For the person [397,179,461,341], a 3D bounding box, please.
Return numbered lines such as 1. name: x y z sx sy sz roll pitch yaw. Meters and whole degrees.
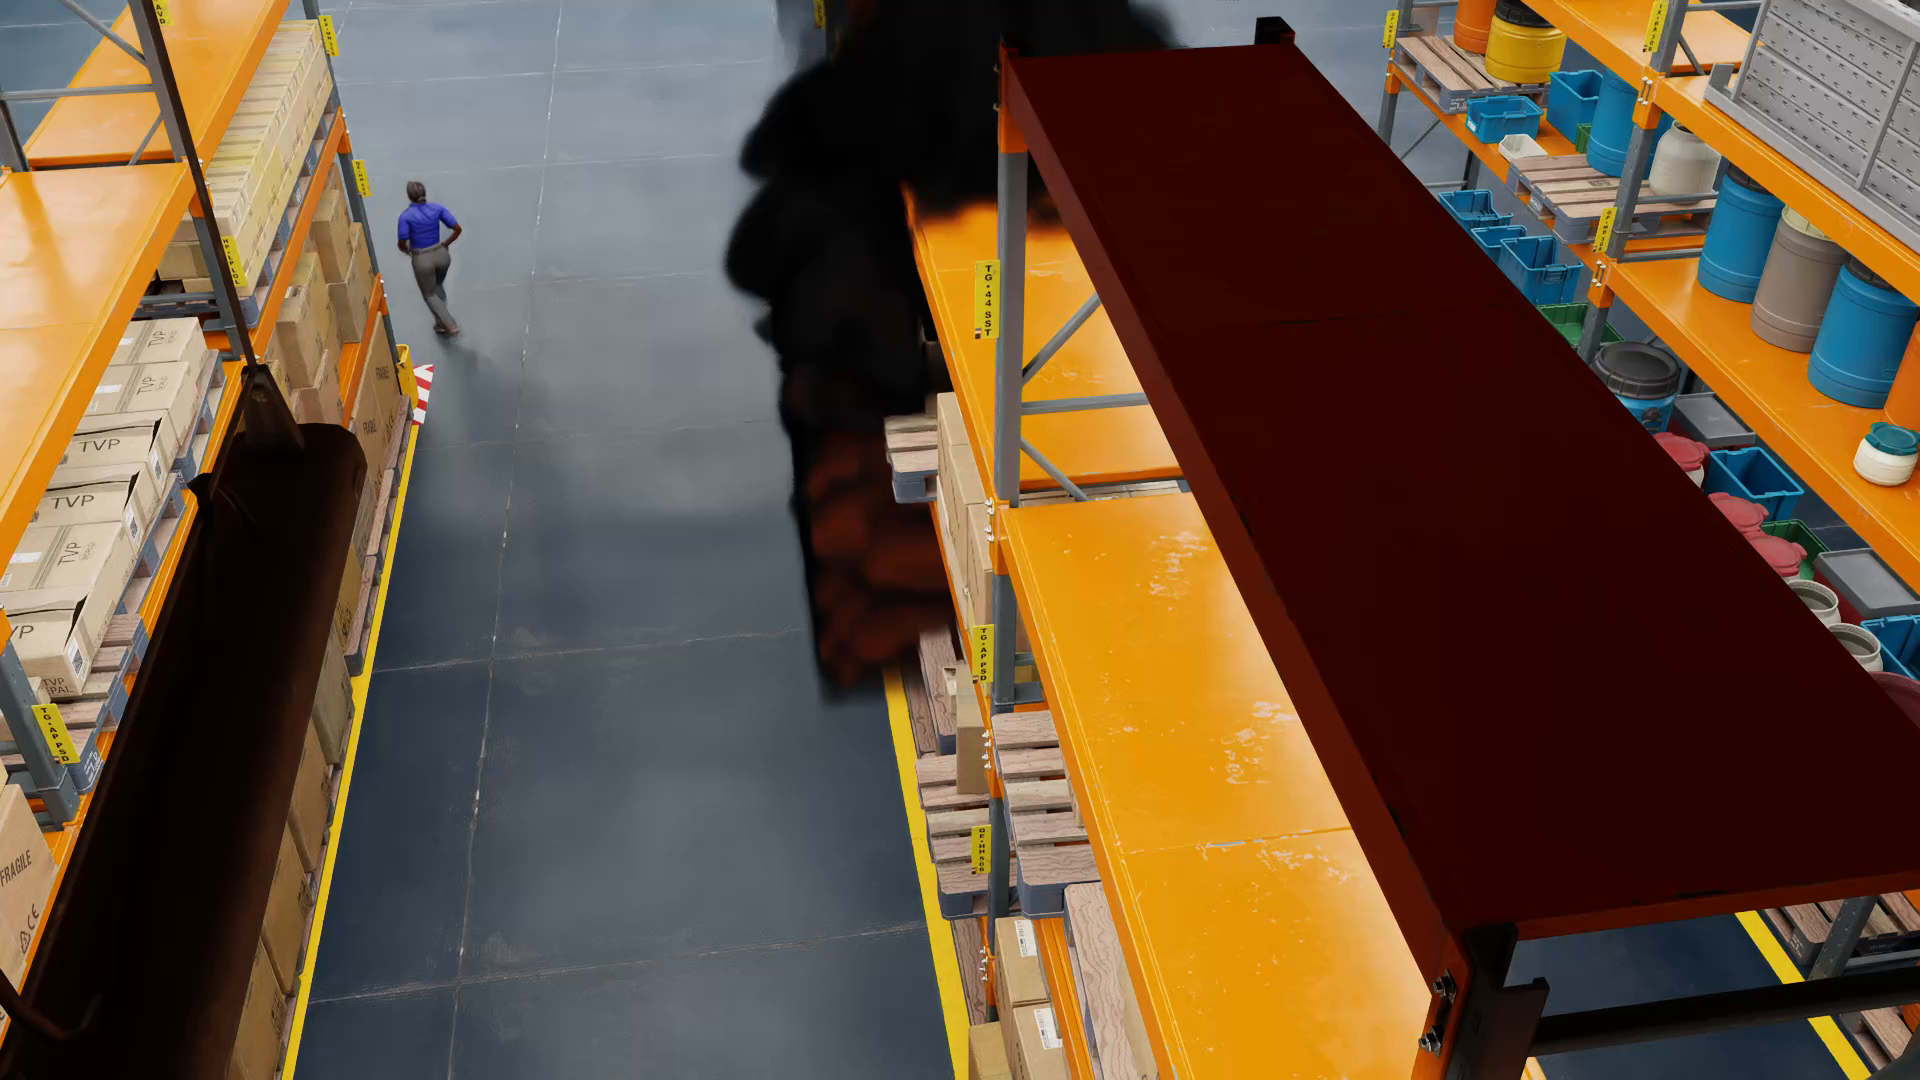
1. person: -4.929 -2.585 15.621 0.597 1.647 0.728 -27 44 -32
